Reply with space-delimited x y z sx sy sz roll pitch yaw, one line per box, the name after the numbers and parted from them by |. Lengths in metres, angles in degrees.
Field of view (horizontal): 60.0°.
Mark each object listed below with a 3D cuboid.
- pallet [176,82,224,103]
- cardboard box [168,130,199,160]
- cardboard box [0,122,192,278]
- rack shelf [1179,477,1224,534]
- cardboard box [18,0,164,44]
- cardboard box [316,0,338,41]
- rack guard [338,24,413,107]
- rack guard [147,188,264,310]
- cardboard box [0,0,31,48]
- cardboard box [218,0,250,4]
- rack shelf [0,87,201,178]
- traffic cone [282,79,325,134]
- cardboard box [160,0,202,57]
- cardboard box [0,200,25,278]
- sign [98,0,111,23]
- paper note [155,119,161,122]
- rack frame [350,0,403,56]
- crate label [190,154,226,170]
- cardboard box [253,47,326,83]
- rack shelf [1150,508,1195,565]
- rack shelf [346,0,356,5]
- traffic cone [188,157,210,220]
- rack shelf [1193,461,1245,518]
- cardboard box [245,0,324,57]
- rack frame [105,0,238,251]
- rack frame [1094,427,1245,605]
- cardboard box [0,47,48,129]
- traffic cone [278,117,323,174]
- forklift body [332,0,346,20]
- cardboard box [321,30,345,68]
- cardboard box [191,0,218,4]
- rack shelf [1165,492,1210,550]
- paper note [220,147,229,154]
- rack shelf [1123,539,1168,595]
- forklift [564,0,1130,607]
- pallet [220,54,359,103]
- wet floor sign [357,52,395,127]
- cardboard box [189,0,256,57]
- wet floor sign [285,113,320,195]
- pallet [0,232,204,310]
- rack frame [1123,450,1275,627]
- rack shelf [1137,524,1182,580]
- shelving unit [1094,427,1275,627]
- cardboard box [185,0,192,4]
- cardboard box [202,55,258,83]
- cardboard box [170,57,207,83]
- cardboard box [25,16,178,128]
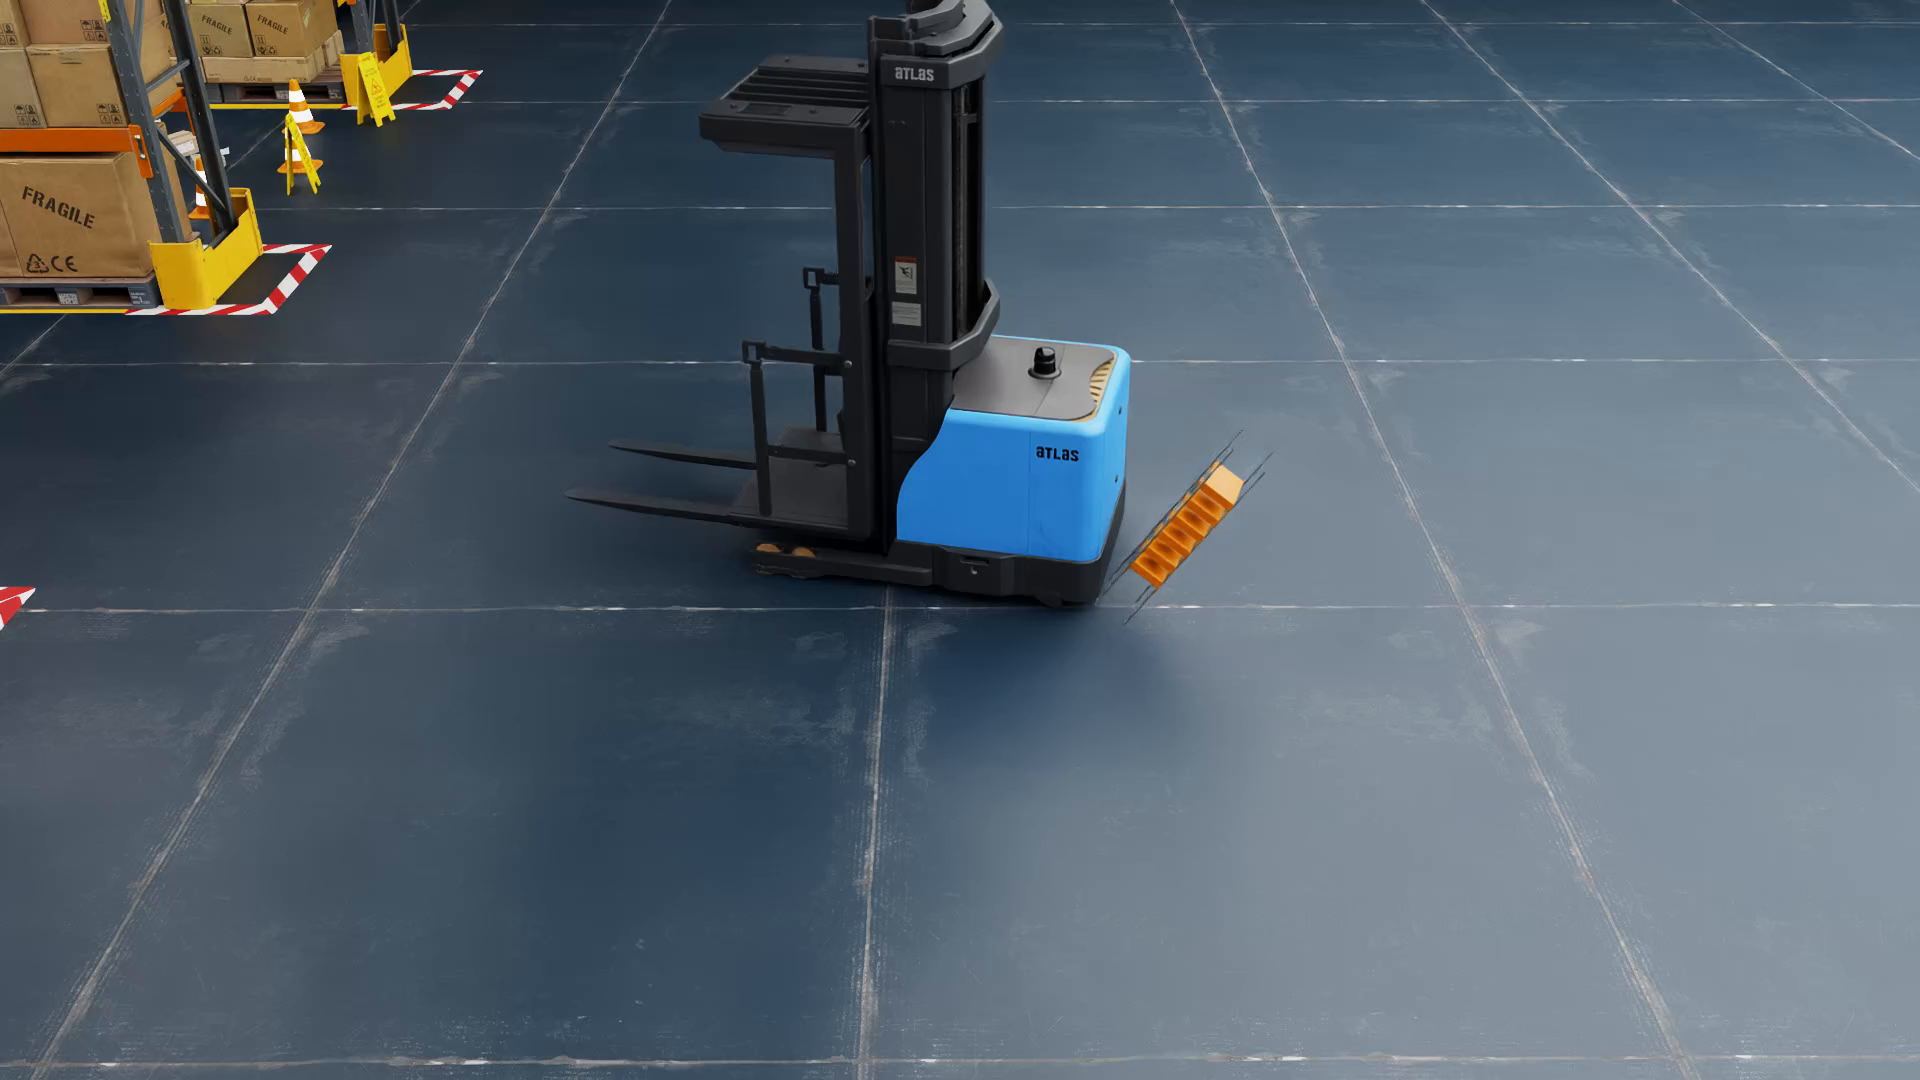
-7.846 -4.634 16.684 1.213 0.211 1.003 0 31 0 | pallet
-7.038 -3.542 14.944 0.250 0.149 0.380 16 35 25 | cardboard box
-6.287 -2.480 12.089 0.875 0.875 0.875 0 31 0 | cardboard box
1.198 -0.174 8.136 0.180 0.103 0.258 37 36 -2 | rack shelf
-5.980 -3.790 11.419 0.550 0.550 0.875 0 31 0 | cardboard box
-6.572 -5.278 16.580 0.500 0.500 0.500 -1 31 -2 | cardboard box
-5.816 -4.744 16.587 0.348 0.500 1.175 0 31 0 | rack guard
-5.585 -2.177 12.356 0.348 0.500 1.175 0 31 0 | rack guard
-6.530 -3.740 11.338 0.550 0.550 0.875 0 31 0 | cardboard box
-6.906 -5.241 15.894 0.250 0.149 0.380 1 31 1 | cardboard box
-7.609 -2.932 11.883 4.000 0.370 1.077 0 31 0 | rack shelf
-6.162 -4.058 15.492 0.334 0.463 0.336 0 31 0 | traffic cone
-7.566 -4.998 16.119 0.500 0.500 0.500 -1 31 -1 | cardboard box
-7.167 -2.476 12.083 0.875 0.875 0.875 -1 31 -1 | cardboard box
-5.620 -3.560 10.881 0.005 0.325 0.100 0 31 0 | sign
-7.644 -3.949 15.729 0.148 0.019 0.142 -11 33 -17 | paper note
-5.740 -5.813 15.939 0.127 3.000 1.000 0 31 0 | rack frame
-6.601 -3.309 14.572 0.298 0.136 0.250 -17 35 -26 | crate label
-6.571 -4.674 16.309 0.500 0.250 0.500 0 31 -1 | cardboard box
1.078 -0.022 8.278 0.180 0.103 0.258 37 36 -2 | rack shelf
-7.740 -5.499 16.115 4.000 0.370 1.077 0 31 0 | rack shelf
-6.149 -2.896 13.576 0.334 0.463 0.336 0 31 0 | traffic cone
1.258 -0.250 8.065 0.180 0.103 0.258 37 36 -2 | rack shelf
-6.540 -4.999 16.121 0.500 0.500 0.500 0 31 0 | cardboard box
-5.609 -3.245 11.707 0.127 3.000 1.000 0 31 0 | rack frame
1.027 -0.105 8.249 0.006 1.200 0.240 37 36 -2 | rack frame
-6.530 -3.272 11.606 0.550 0.550 0.875 0 31 0 | cardboard box
-5.816 -3.483 14.544 0.334 0.463 0.336 0 31 0 | traffic cone
-7.659 -7.072 18.833 1.214 2.155 2.313 0 31 0 | forklift body
-6.548 -4.958 16.775 0.500 0.250 0.500 0 31 -1 | cardboard box
-7.158 -5.242 15.895 0.250 0.149 0.380 0 31 1 | cardboard box
1.138 -0.098 8.207 0.180 0.103 0.258 37 36 -2 | rack shelf
-6.673 -3.508 15.002 0.142 0.019 0.148 -11 33 -17 | paper note
0.959 0.130 8.420 0.180 0.103 0.258 37 36 -2 | rack shelf
-0.653 -1.301 8.569 3.031 2.935 1.130 7 32 11 | forklift
-6.629 -4.636 16.688 1.213 0.211 1.003 0 31 0 | pallet
-5.544 -4.252 15.635 0.232 0.644 0.267 10 33 17 | wet floor sign
-7.061 -4.996 16.116 0.500 0.500 0.500 1 31 2 | cardboard box
-5.592 -3.266 14.011 0.232 0.644 0.267 -5 32 -9 | wet floor sign
-6.408 -2.010 12.360 1.213 0.211 1.003 0 31 0 | pallet
1.174 0.005 8.255 0.006 1.200 0.240 37 36 -2 | rack frame
1.019 0.054 8.349 0.180 0.103 0.258 37 36 -2 | rack shelf
1.101 -0.050 8.252 0.189 1.200 0.258 37 36 -2 | shelving unit
-7.421 -5.242 15.895 0.250 0.149 0.380 1 31 2 | cardboard box
-7.065 -4.677 16.313 0.500 0.250 0.500 0 31 0 | cardboard box
-7.588 -4.673 16.305 0.500 0.250 0.500 -1 31 -2 | cardboard box
-5.980 -3.285 11.628 0.550 0.550 0.875 0 31 0 | cardboard box
